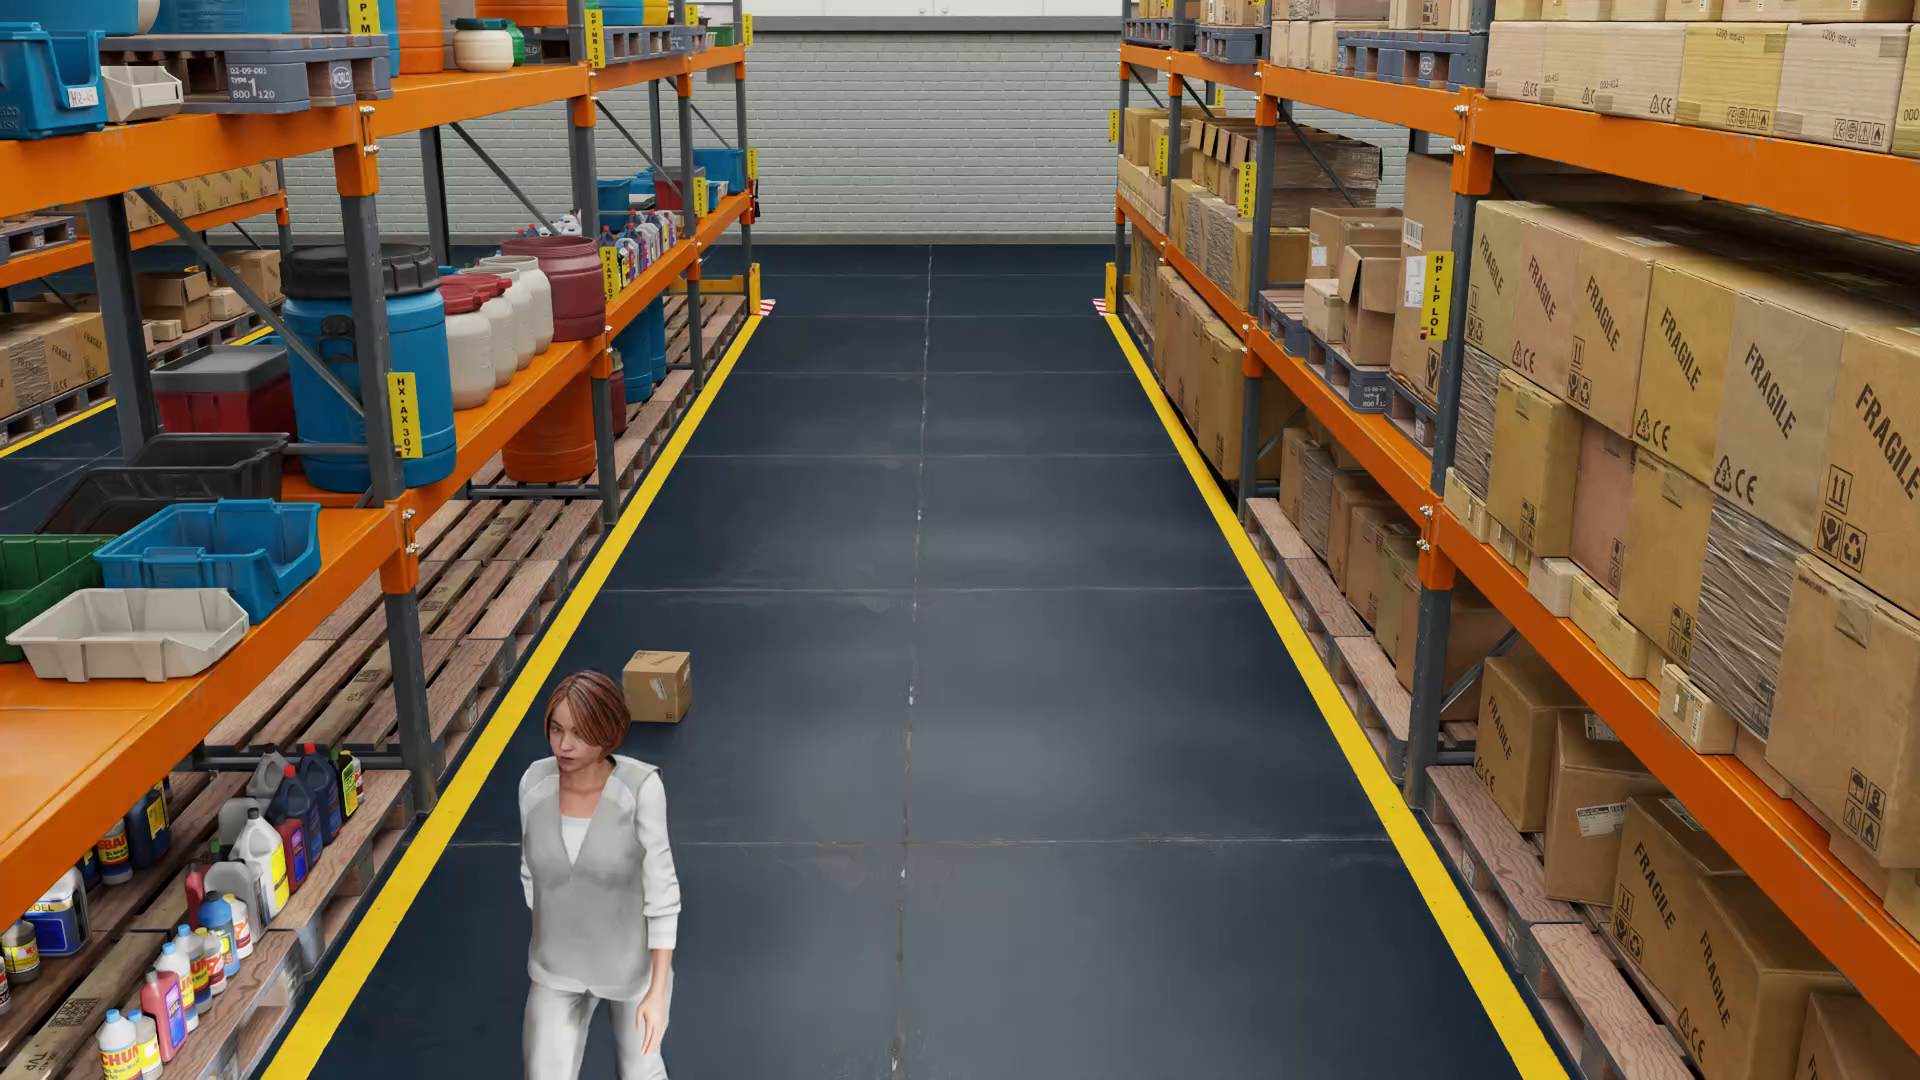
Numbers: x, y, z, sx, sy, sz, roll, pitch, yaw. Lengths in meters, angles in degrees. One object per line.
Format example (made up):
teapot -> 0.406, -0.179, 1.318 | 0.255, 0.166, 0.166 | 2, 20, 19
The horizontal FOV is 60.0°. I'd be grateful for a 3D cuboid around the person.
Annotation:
person -> -0.886, 1.089, 4.041 | 0.426, 1.560, 0.856 | 0, 17, 1
